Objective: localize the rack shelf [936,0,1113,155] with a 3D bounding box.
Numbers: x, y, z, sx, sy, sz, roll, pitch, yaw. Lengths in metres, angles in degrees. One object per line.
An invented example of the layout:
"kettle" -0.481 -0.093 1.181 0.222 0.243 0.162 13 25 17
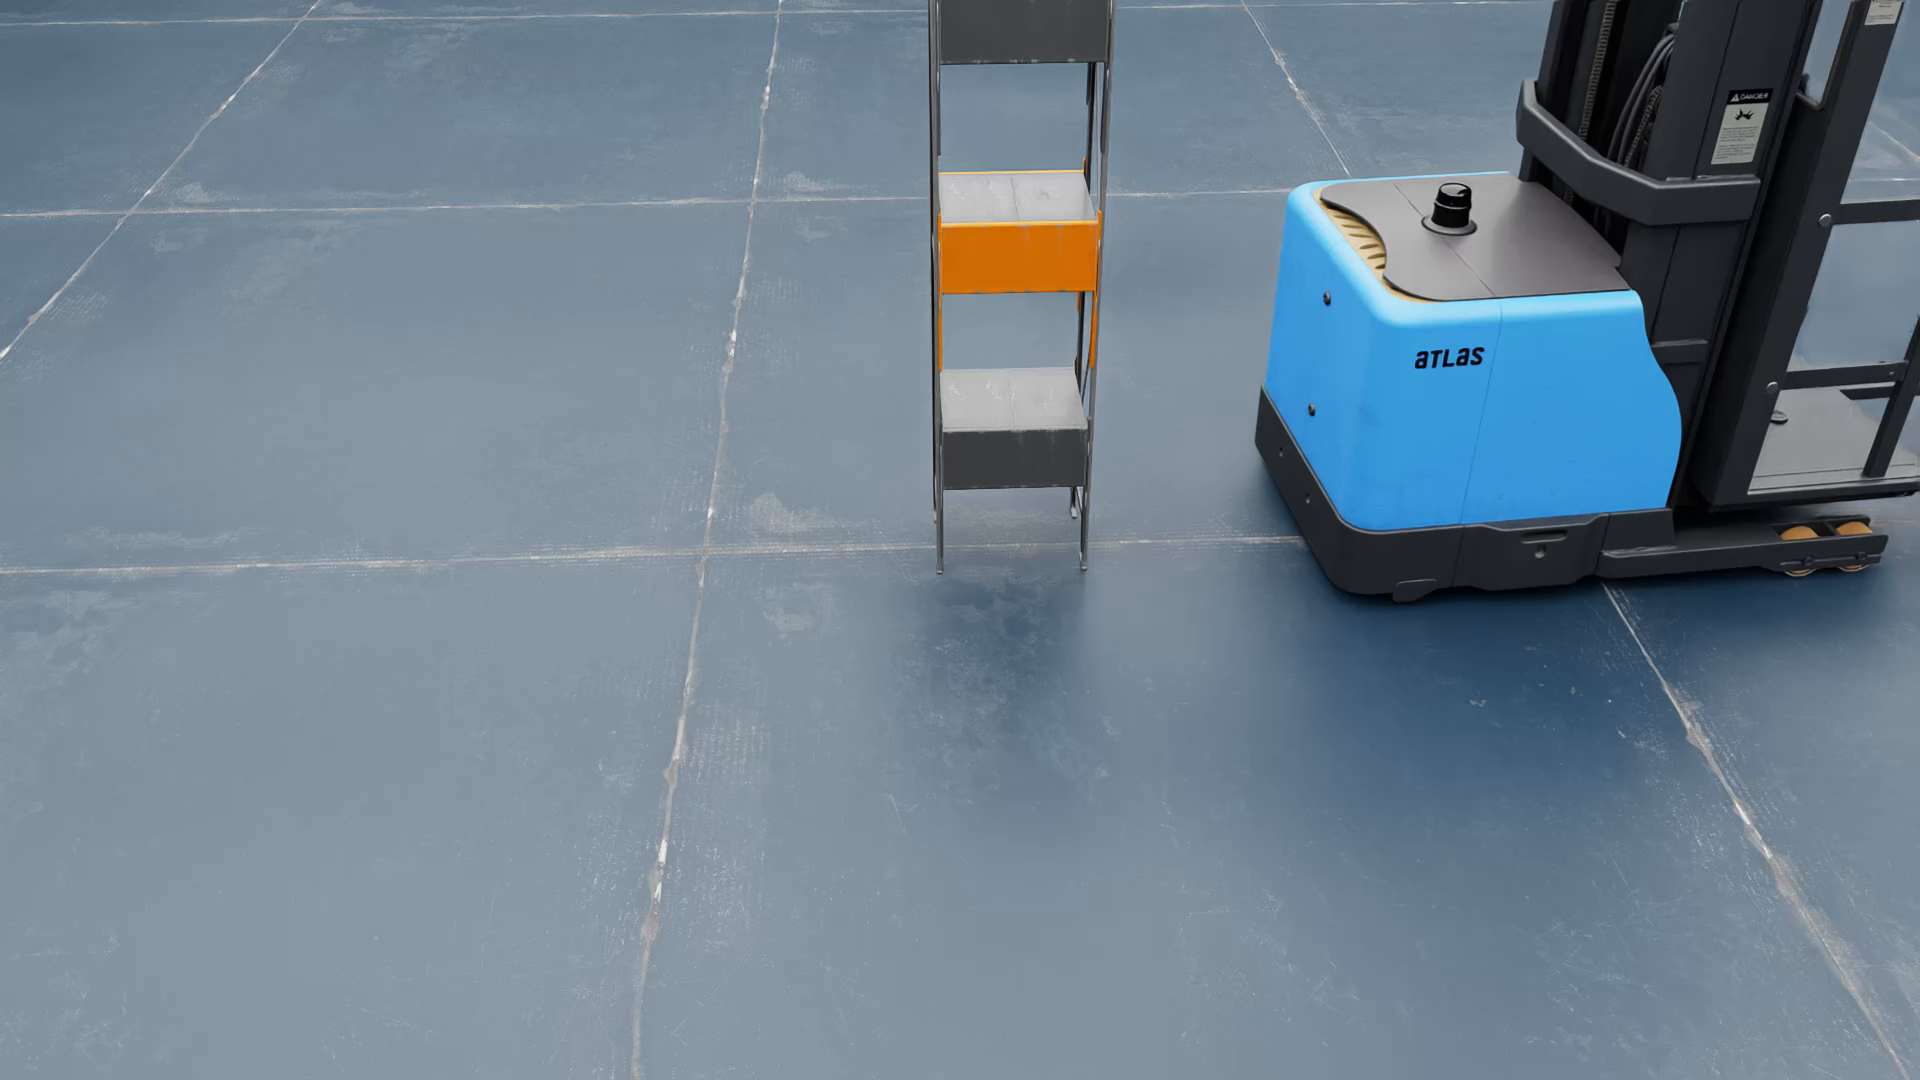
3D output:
"rack shelf" 0.165 -1.432 4.768 0.480 0.518 0.431 -2 35 -2

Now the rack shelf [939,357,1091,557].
"rack shelf" 0.165 -0.281 5.565 0.480 0.518 0.431 -2 35 -2

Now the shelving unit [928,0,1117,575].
"shelving unit" 0.165 -0.868 5.159 0.503 2.100 0.431 -2 35 -2

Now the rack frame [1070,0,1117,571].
"rack frame" 0.409 -0.874 5.168 0.015 2.100 0.400 -2 35 -2

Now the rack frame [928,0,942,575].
"rack frame" -0.078 -0.861 5.149 0.015 2.100 0.400 -2 35 -2

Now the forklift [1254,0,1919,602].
"forklift" 2.647 -1.377 5.164 3.031 2.935 1.130 -5 35 -7

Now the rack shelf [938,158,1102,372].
"rack shelf" 0.165 -0.857 5.167 0.480 0.518 0.431 -2 35 -2
